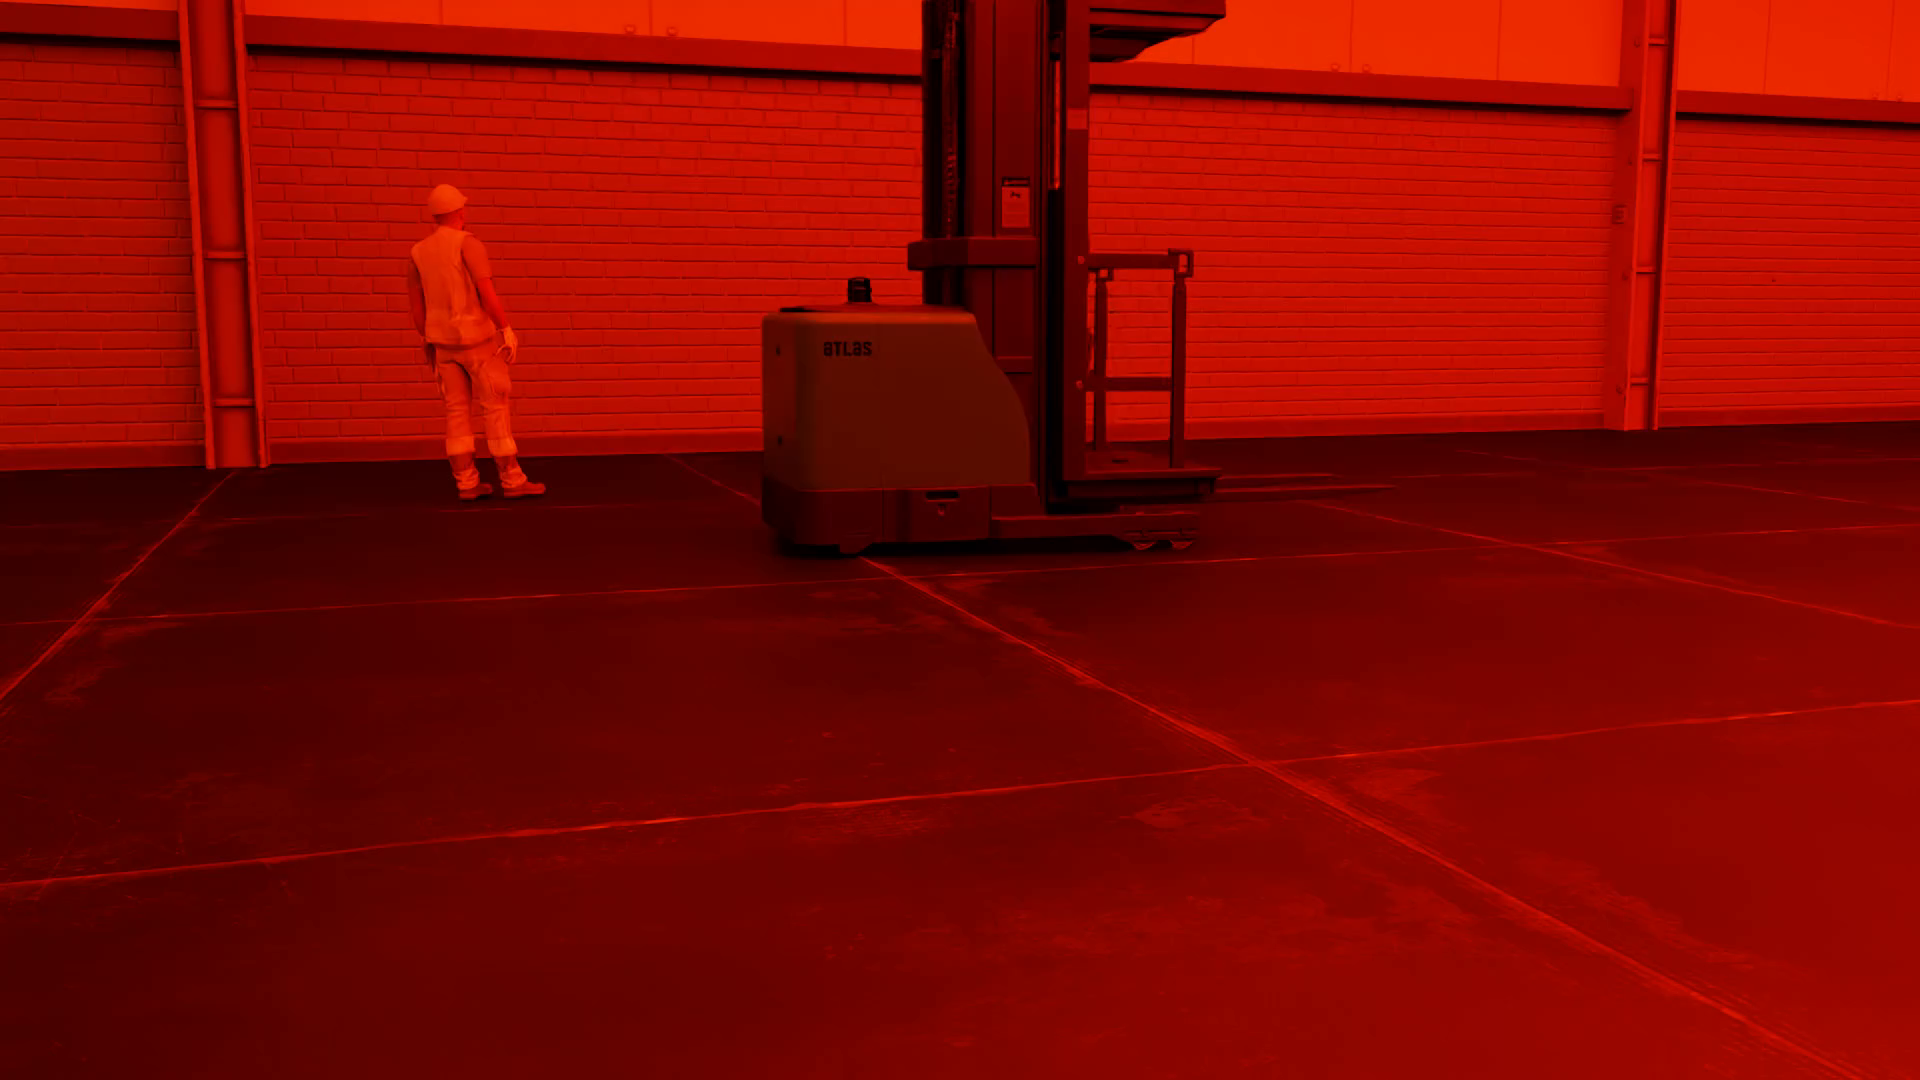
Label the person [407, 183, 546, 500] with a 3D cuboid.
[{"bbox_3d":[-2.805,-1.136,9.591,0.643,1.789,0.565,3,8,22],"label":"person"}]

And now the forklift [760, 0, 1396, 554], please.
[{"bbox_3d":[0.606,-1.479,7.922,3.031,2.935,1.130,-2,8,-16],"label":"forklift"}]
